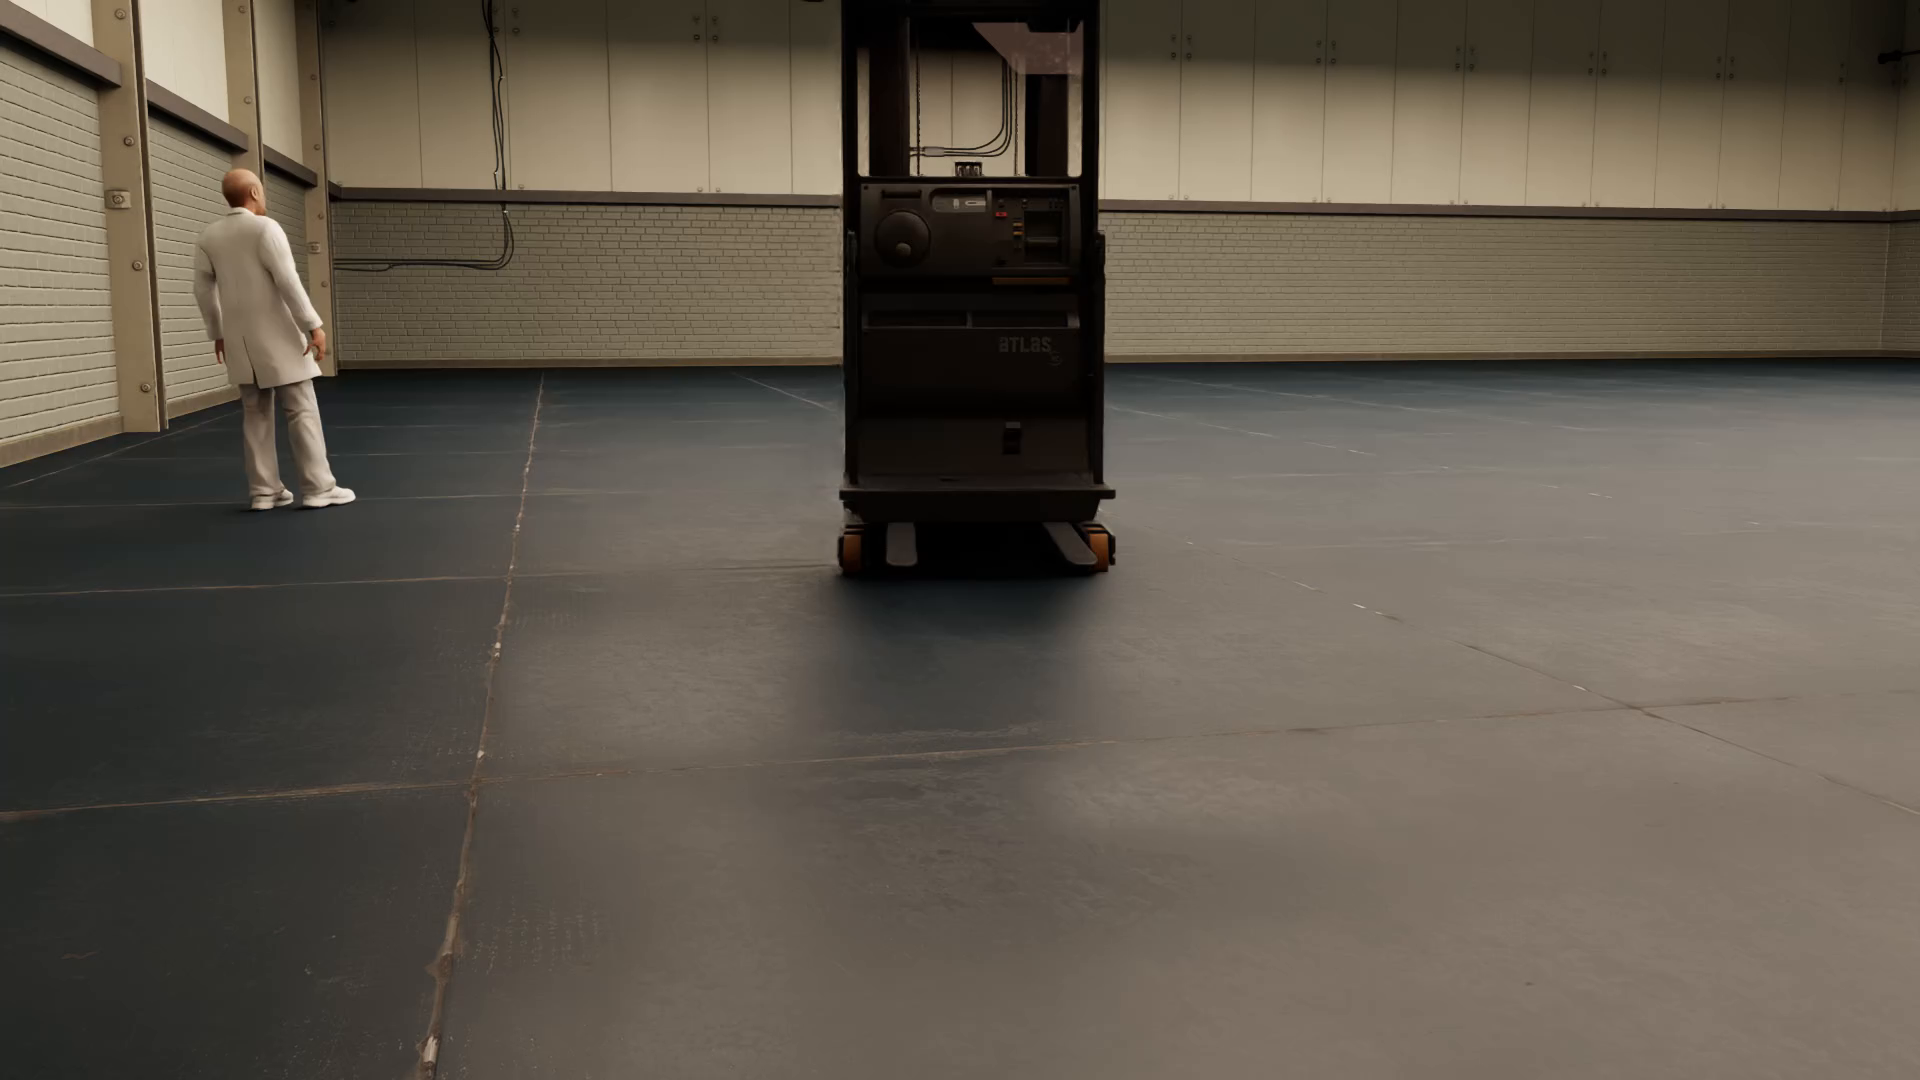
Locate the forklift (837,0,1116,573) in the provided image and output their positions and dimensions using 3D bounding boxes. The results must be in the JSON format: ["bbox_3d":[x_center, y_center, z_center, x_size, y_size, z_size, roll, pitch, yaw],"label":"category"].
[{"bbox_3d":[0.054,-1.358,6.837,1.130,2.935,3.031,0,8,-2],"label":"forklift"}]

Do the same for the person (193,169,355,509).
[{"bbox_3d":[-3.653,-1.063,8.878,0.730,1.782,0.571,2,8,16],"label":"person"}]
